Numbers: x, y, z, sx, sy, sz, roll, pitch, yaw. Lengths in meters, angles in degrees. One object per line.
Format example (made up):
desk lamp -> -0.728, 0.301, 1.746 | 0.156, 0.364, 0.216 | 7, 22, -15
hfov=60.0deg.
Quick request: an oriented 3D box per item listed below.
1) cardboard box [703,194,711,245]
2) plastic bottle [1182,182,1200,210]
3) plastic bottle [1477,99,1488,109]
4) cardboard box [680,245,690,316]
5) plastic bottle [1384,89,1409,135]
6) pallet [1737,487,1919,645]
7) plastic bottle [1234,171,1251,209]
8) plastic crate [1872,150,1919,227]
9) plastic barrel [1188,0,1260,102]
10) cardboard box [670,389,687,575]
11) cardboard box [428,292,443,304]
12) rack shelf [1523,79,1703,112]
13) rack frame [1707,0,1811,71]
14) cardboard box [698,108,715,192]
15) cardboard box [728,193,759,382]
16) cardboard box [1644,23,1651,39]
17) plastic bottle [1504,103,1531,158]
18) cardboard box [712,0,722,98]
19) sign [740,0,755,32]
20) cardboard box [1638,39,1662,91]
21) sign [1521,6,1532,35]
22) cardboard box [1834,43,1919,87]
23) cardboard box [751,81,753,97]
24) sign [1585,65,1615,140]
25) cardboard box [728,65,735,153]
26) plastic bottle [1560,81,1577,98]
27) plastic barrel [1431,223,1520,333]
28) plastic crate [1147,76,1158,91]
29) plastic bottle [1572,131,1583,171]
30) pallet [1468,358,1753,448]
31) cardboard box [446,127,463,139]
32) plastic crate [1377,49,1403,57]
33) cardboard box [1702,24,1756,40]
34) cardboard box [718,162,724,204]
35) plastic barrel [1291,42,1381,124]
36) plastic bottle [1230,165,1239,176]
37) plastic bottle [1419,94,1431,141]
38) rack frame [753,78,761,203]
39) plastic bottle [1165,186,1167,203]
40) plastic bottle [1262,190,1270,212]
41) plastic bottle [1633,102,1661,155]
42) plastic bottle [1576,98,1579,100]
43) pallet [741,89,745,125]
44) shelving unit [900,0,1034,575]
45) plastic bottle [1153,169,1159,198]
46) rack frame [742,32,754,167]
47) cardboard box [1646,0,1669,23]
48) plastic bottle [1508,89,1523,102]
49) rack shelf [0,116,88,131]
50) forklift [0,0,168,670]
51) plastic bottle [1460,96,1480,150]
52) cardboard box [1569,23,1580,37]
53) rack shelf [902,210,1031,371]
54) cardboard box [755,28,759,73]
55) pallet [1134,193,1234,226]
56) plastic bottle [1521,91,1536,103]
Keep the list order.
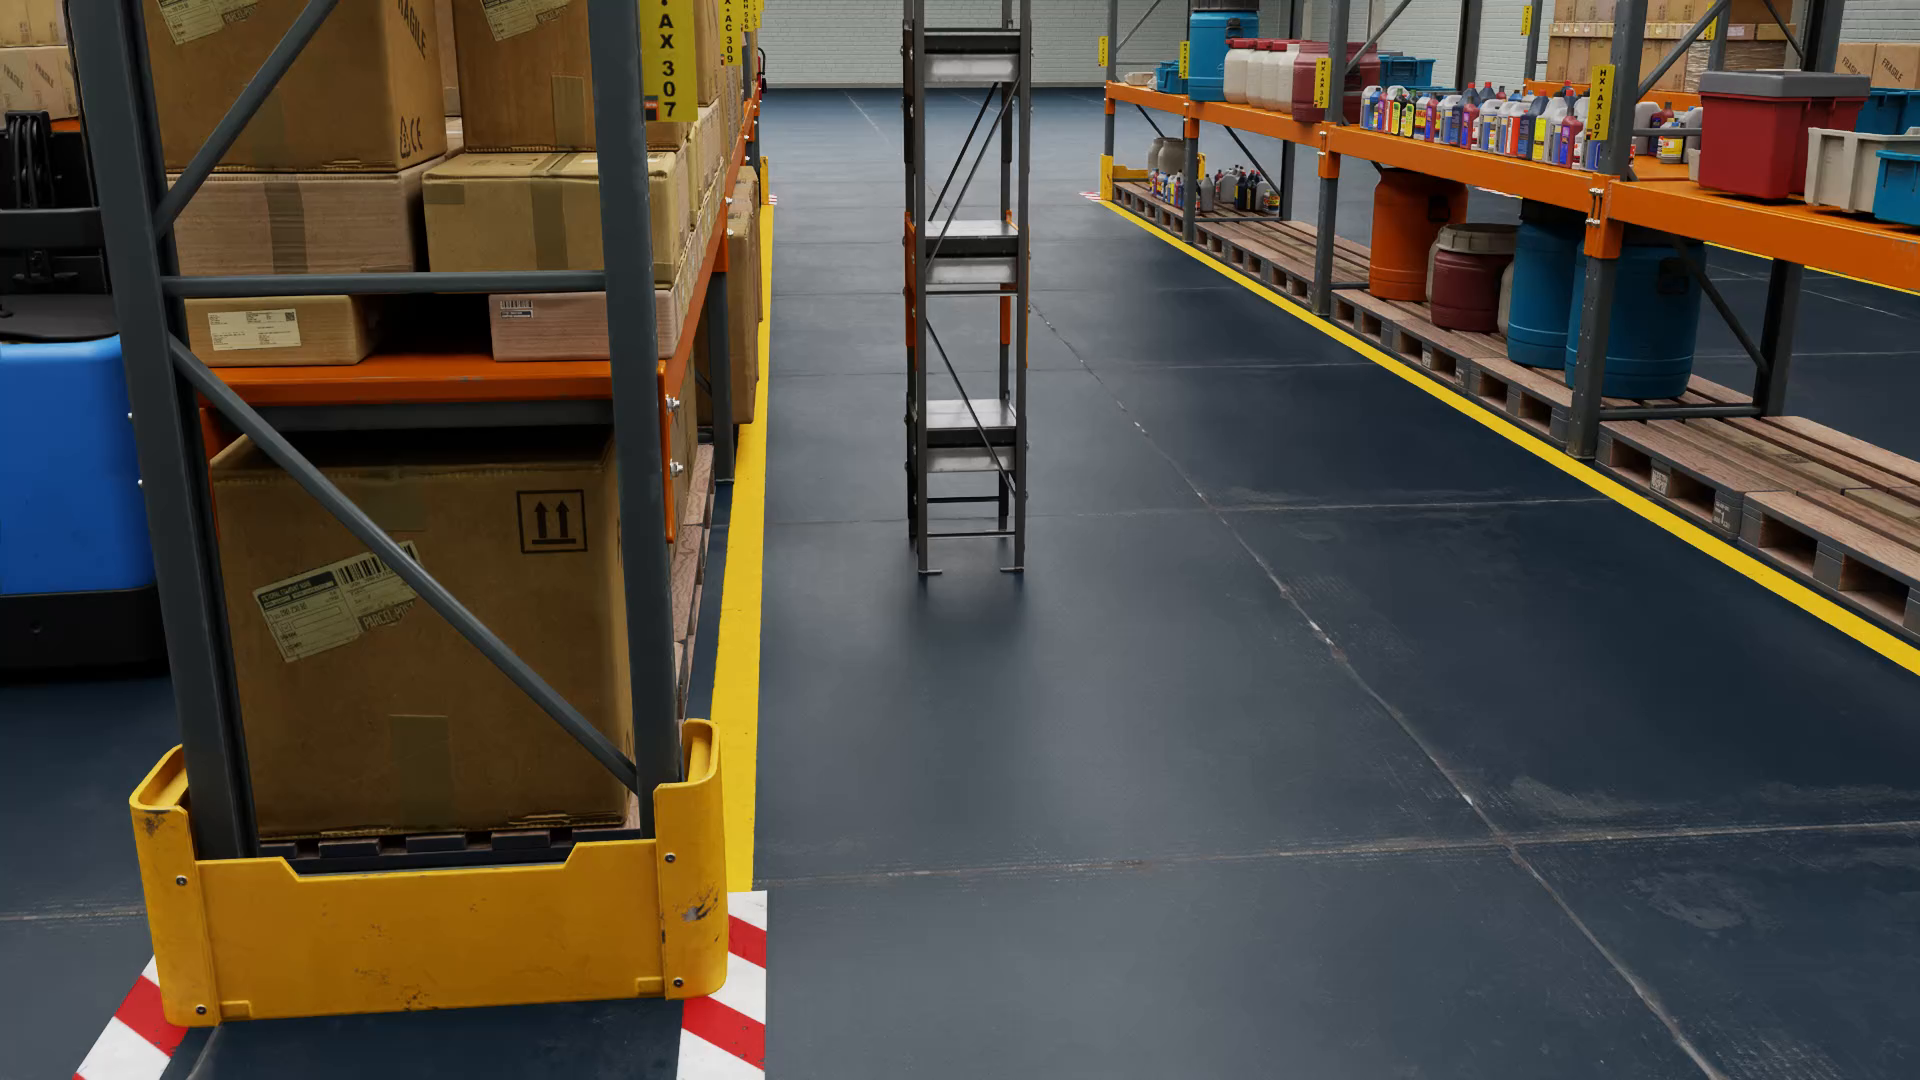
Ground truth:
cardboard box -> -1.003, -1.026, 5.356 | 0.380, 0.149, 0.250 | -1, 17, -5
plastic bottle -> 2.230, -3.351, 16.030 | 0.144, 0.351, 0.185 | -2, 18, -7
plastic bottle -> 2.926, -2.328, 9.299 | 0.097, 0.271, 0.097 | 0, 17, 0
cardboard box -> -0.869, -0.642, 4.134 | 0.380, 0.149, 0.250 | -2, 18, -7
plastic bottle -> 2.766, -2.694, 10.457 | 0.152, 0.276, 0.135 | -2, 18, -6
pallet -> 3.651, 0.074, 6.087 | 1.003, 0.211, 1.213 | -2, 18, -6
plastic bottle -> 2.769, -3.417, 16.240 | 0.144, 0.351, 0.185 | -2, 18, -6
plastic crate -> 3.354, -1.199, 5.668 | 0.416, 0.233, 0.300 | -2, 18, -6
plastic barrel -> 2.321, -4.336, 14.645 | 0.600, 0.901, 0.708 | -2, 18, -6
cardboard box -> -1.437, -0.405, 5.804 | 0.875, 0.875, 0.875 | -2, 18, -6
cardboard box -> -1.549, -0.696, 4.307 | 0.380, 0.149, 0.250 | -1, 17, -5
rack shelf -> 7.304, -4.626, 17.606 | 1.077, 0.370, 4.000 | -2, 18, -6
rack frame -> 7.510, -4.374, 15.600 | 1.000, 3.000, 0.127 | -2, 18, -6
cardboard box -> -1.104, -1.326, 5.646 | 0.500, 0.250, 0.500 | -1, 17, -5
cardboard box -> -1.698, -1.328, 8.745 | 1.225, 0.875, 0.875 | -2, 18, -8
cardboard box -> 7.139, -5.183, 16.930 | 0.380, 0.149, 0.250 | -1, 17, -4
plastic bottle -> 2.956, -2.145, 8.710 | 0.152, 0.276, 0.135 | -2, 18, -6
cardboard box -> -1.205, -1.985, 6.492 | 0.500, 0.500, 0.500 | -1, 17, -4
sign -> -1.380, -3.447, 10.717 | 0.100, 0.325, 0.005 | -2, 18, -6
cardboard box -> 7.349, -4.860, 16.982 | 0.700, 0.500, 0.500 | -2, 17, -5
sign -> 6.545, -6.001, 19.206 | 0.100, 0.325, 0.005 | -2, 18, -6
cardboard box -> 7.679, -3.886, 13.879 | 0.500, 0.500, 0.500 | -2, 18, -6
cardboard box -> -2.080, -4.097, 15.139 | 0.380, 0.149, 0.250 | -2, 18, -6
sign -> 2.860, -1.954, 7.430 | 0.100, 0.325, 0.005 | -2, 18, -6
cardboard box -> -1.480, -2.330, 8.925 | 0.500, 0.500, 0.500 | -1, 17, -5
plastic bottle -> 3.554, -2.510, 9.746 | 0.144, 0.351, 0.185 | -2, 18, -6
plastic barrel -> 3.179, -1.598, 10.084 | 0.600, 0.588, 0.708 | -2, 18, -6
plastic crate -> 2.163, -4.572, 16.672 | 0.530, 0.136, 0.437 | -2, 18, -6
plastic bottle -> 3.006, -1.884, 8.003 | 0.097, 0.201, 0.097 | 0, 17, 0
pallet -> 3.370, -0.739, 8.678 | 1.003, 0.211, 1.213 | -2, 18, -6
cardboard box -> -1.525, -1.003, 4.617 | 0.500, 0.250, 0.500 | -2, 18, -8
plastic crate -> 3.133, -3.551, 12.874 | 0.402, 0.464, 0.583 | -2, 18, -6
cardboard box -> 7.269, -4.805, 15.725 | 0.380, 0.149, 0.250 | -2, 18, -6
cardboard box -> -1.135, -1.408, 6.572 | 0.380, 0.149, 0.250 | -1, 17, -5
plastic barrel -> 2.646, -3.224, 11.710 | 0.600, 0.536, 0.708 | -2, 18, -6
plastic bottle -> 2.830, -3.659, 17.013 | 0.144, 0.351, 0.185 | -1, 17, -3
plastic bottle -> 2.798, -2.519, 9.907 | 0.097, 0.271, 0.097 | 0, 17, 0
rack frame -> -2.756, -5.260, 18.425 | 1.000, 3.000, 0.127 | -2, 18, -6
plastic bottle -> 2.124, -3.516, 16.805 | 0.097, 0.201, 0.097 | 0, 17, 0
plastic bottle -> 2.965, -3.265, 16.008 | 0.097, 0.201, 0.097 | 0, 17, 0
plastic bottle -> 3.644, -2.204, 8.898 | 0.152, 0.276, 0.135 | -2, 18, -6
plastic bottle -> 3.471, -2.360, 9.402 | 0.097, 0.271, 0.097 | 0, 17, 0
pallet -> -2.111, -2.994, 11.527 | 1.213, 0.211, 1.003 | -2, 18, -6
shelving unit -> 0.017, -0.952, 6.205 | 0.431, 2.100, 0.503 | -2, 18, -6
plastic bottle -> 2.052, -3.709, 17.285 | 0.061, 0.283, 0.133 | -1, 17, -5
rack frame -> -2.344, -4.069, 14.629 | 1.000, 3.000, 0.127 | -2, 18, -6
cardboard box -> 7.354, -5.472, 16.766 | 0.700, 0.500, 0.500 | -2, 18, -6
plastic bottle -> 3.499, -2.699, 10.482 | 0.097, 0.271, 0.097 | 0, 17, 0
rack shelf -> -7.082, -3.006, 12.446 | 1.077, 0.370, 4.000 | -2, 18, -6
forklift -> -3.243, -1.373, 6.158 | 1.130, 2.935, 3.031 | -3, 18, -9
plastic bottle -> 2.849, -2.326, 9.272 | 0.061, 0.283, 0.133 | -2, 18, -6
cardboard box -> 6.978, -5.646, 18.403 | 0.380, 0.149, 0.250 | -2, 18, -5
rack shelf -> 0.017, -0.939, 6.210 | 0.431, 0.518, 0.480 | -2, 18, -6
cardboard box -> -2.556, -5.140, 17.378 | 0.875, 0.500, 0.500 | -2, 18, -6
pallet -> 2.426, -3.457, 17.336 | 1.003, 0.211, 1.213 | -2, 18, -6
plastic bottle -> 3.519, -2.641, 10.298 | 0.097, 0.271, 0.097 | 0, 17, 0
